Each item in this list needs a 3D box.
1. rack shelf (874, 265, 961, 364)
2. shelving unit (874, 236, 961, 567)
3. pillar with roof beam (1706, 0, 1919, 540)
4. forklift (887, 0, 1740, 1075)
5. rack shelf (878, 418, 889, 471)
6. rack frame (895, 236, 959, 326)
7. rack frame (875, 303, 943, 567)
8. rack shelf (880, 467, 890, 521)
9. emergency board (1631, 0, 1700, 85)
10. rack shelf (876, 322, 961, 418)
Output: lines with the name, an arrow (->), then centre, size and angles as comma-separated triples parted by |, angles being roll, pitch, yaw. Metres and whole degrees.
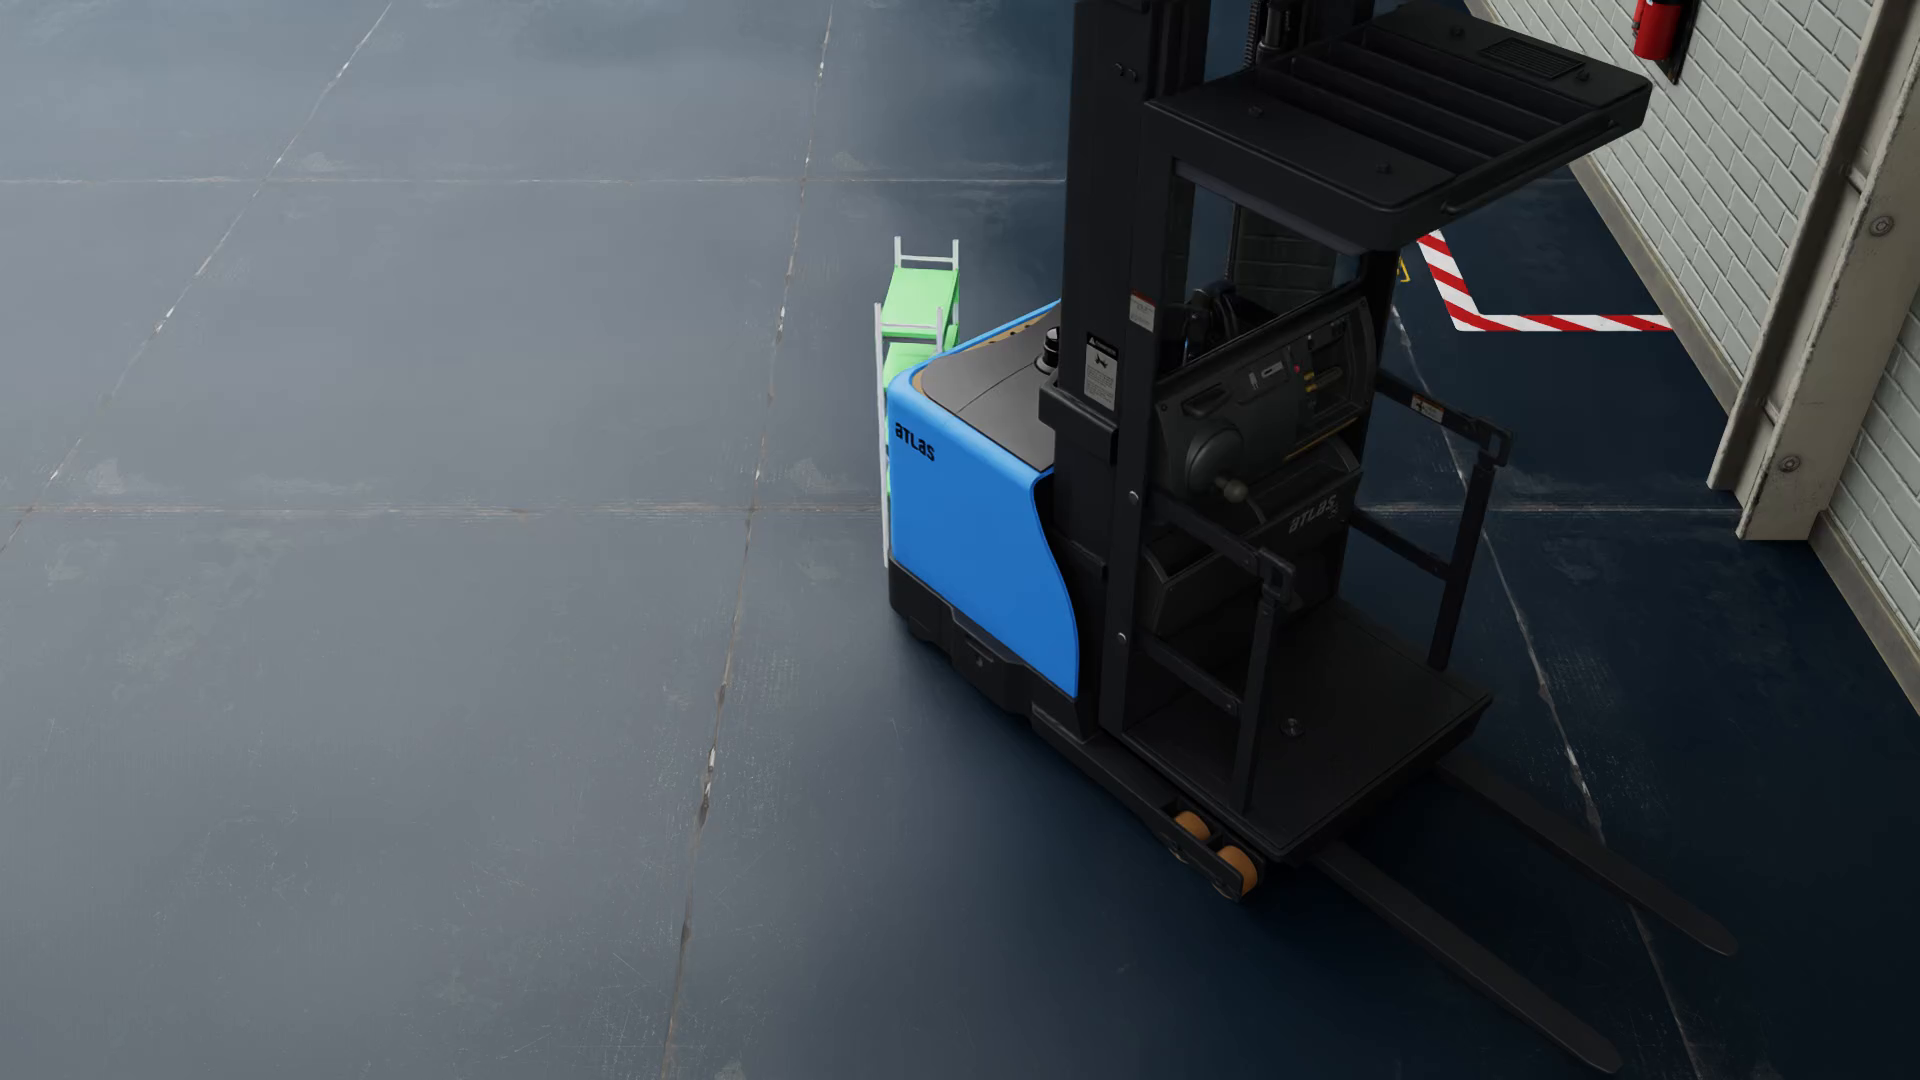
rack shelf -> -0.153, -0.834, 6.166 | 0.258, 0.148, 0.480 | 4, 39, 5
shelving unit -> -0.153, -0.509, 6.426 | 0.258, 1.200, 0.503 | 4, 39, 5
pillar with roof beam -> -0.984, -3.634, 4.089 | 9.100, 9.000, 0.400 | 0, 39, 0
forklift -> 1.066, -0.359, 4.854 | 1.130, 2.935, 3.031 | -28, 46, -30
rack shelf -> -0.153, -0.459, 6.466 | 0.258, 0.148, 0.480 | 4, 39, 5
rack frame -> -0.125, -0.661, 6.615 | 0.240, 1.200, 0.015 | 4, 39, 5
rack frame -> -0.181, -0.358, 6.237 | 0.240, 1.200, 0.015 | 4, 39, 5
rack shelf -> -0.153, -0.272, 6.616 | 0.258, 0.148, 0.480 | 4, 39, 5
emergency board -> 3.357, -2.841, 7.897 | 0.194, 1.169, 0.643 | 0, 39, 0
rack shelf -> -0.153, -0.646, 6.316 | 0.258, 0.148, 0.480 | 4, 39, 5
